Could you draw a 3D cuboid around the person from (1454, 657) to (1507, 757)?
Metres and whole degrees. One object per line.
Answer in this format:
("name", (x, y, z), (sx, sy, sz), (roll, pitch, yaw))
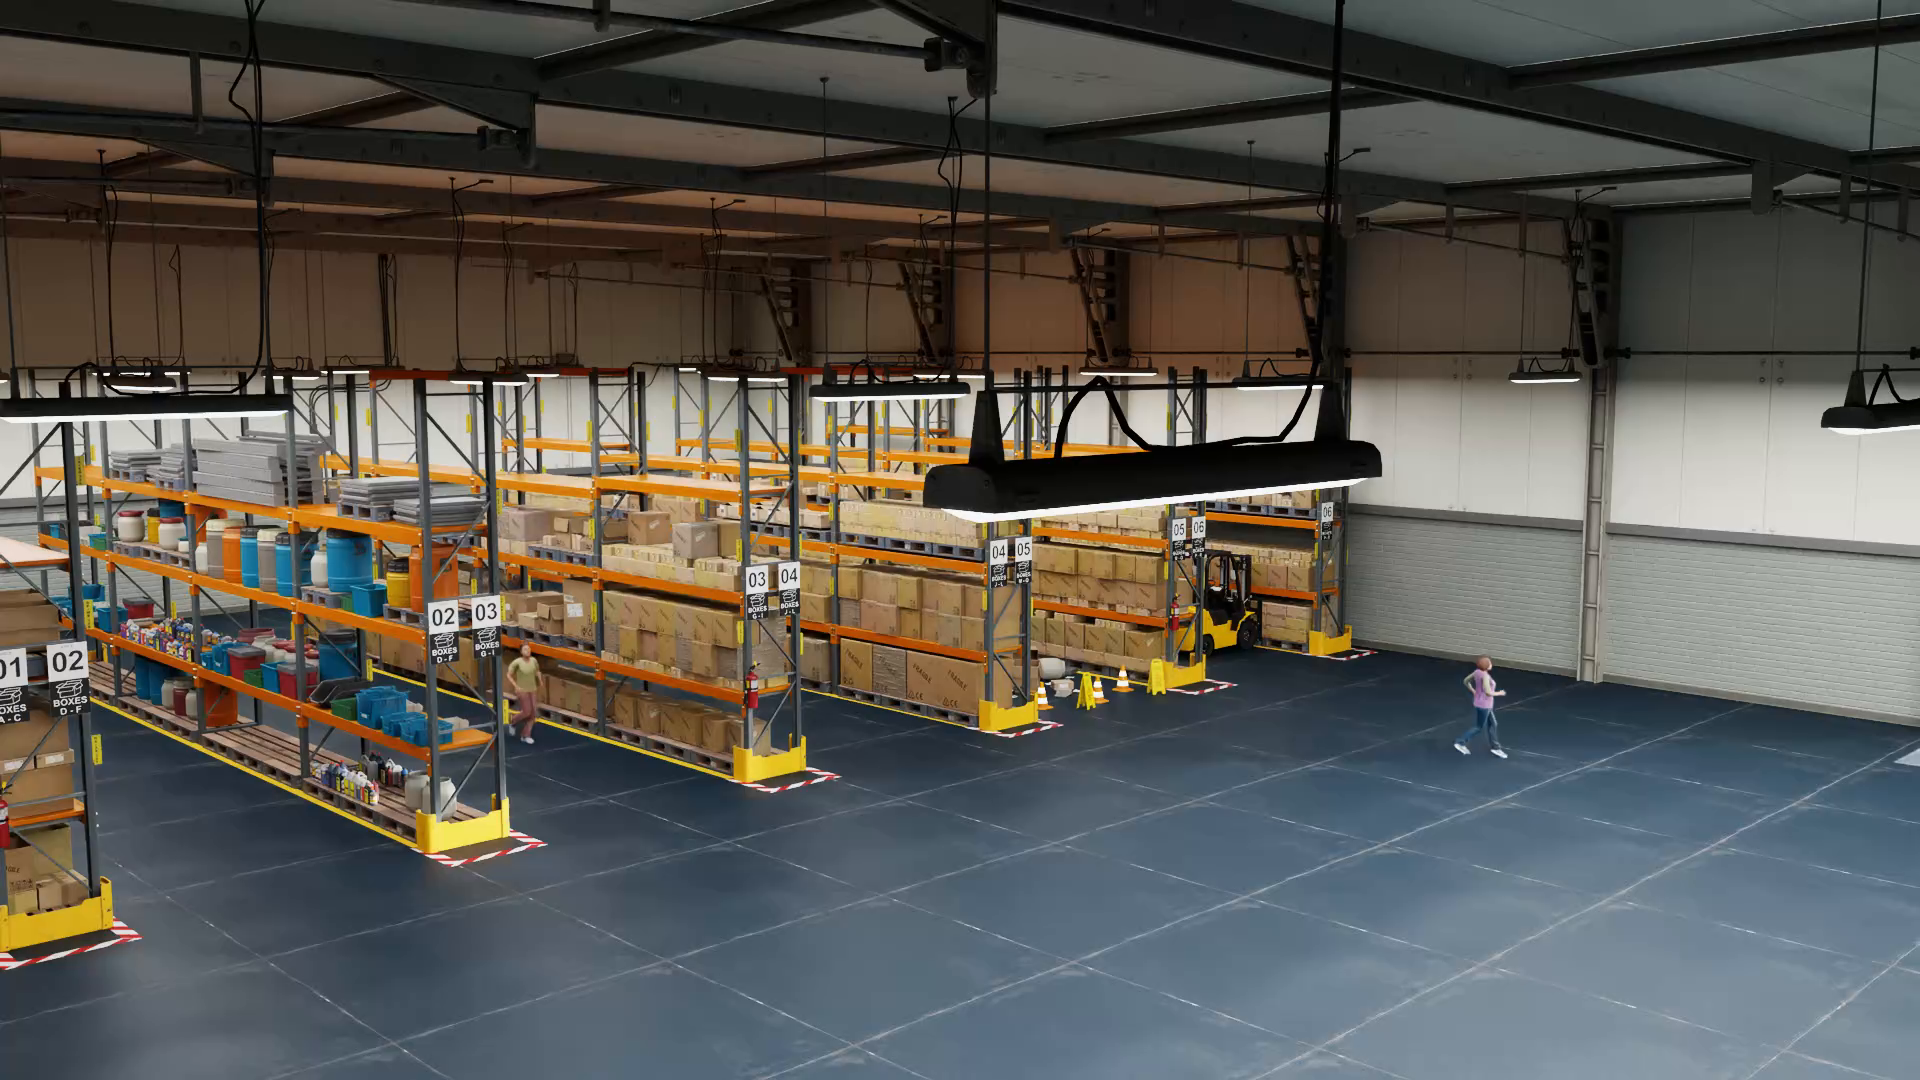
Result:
("person", (8.147, 2.613, 25.938), (0.868, 1.610, 0.548), (0, 6, 2))

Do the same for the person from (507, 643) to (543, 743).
("person", (-7.080, 2.473, 27.110), (0.585, 1.639, 0.574), (6, 9, 43))

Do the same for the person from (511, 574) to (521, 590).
("person", (-10.928, 0.853, 40.963), (0.916, 1.681, 0.690), (1, 6, 5))
